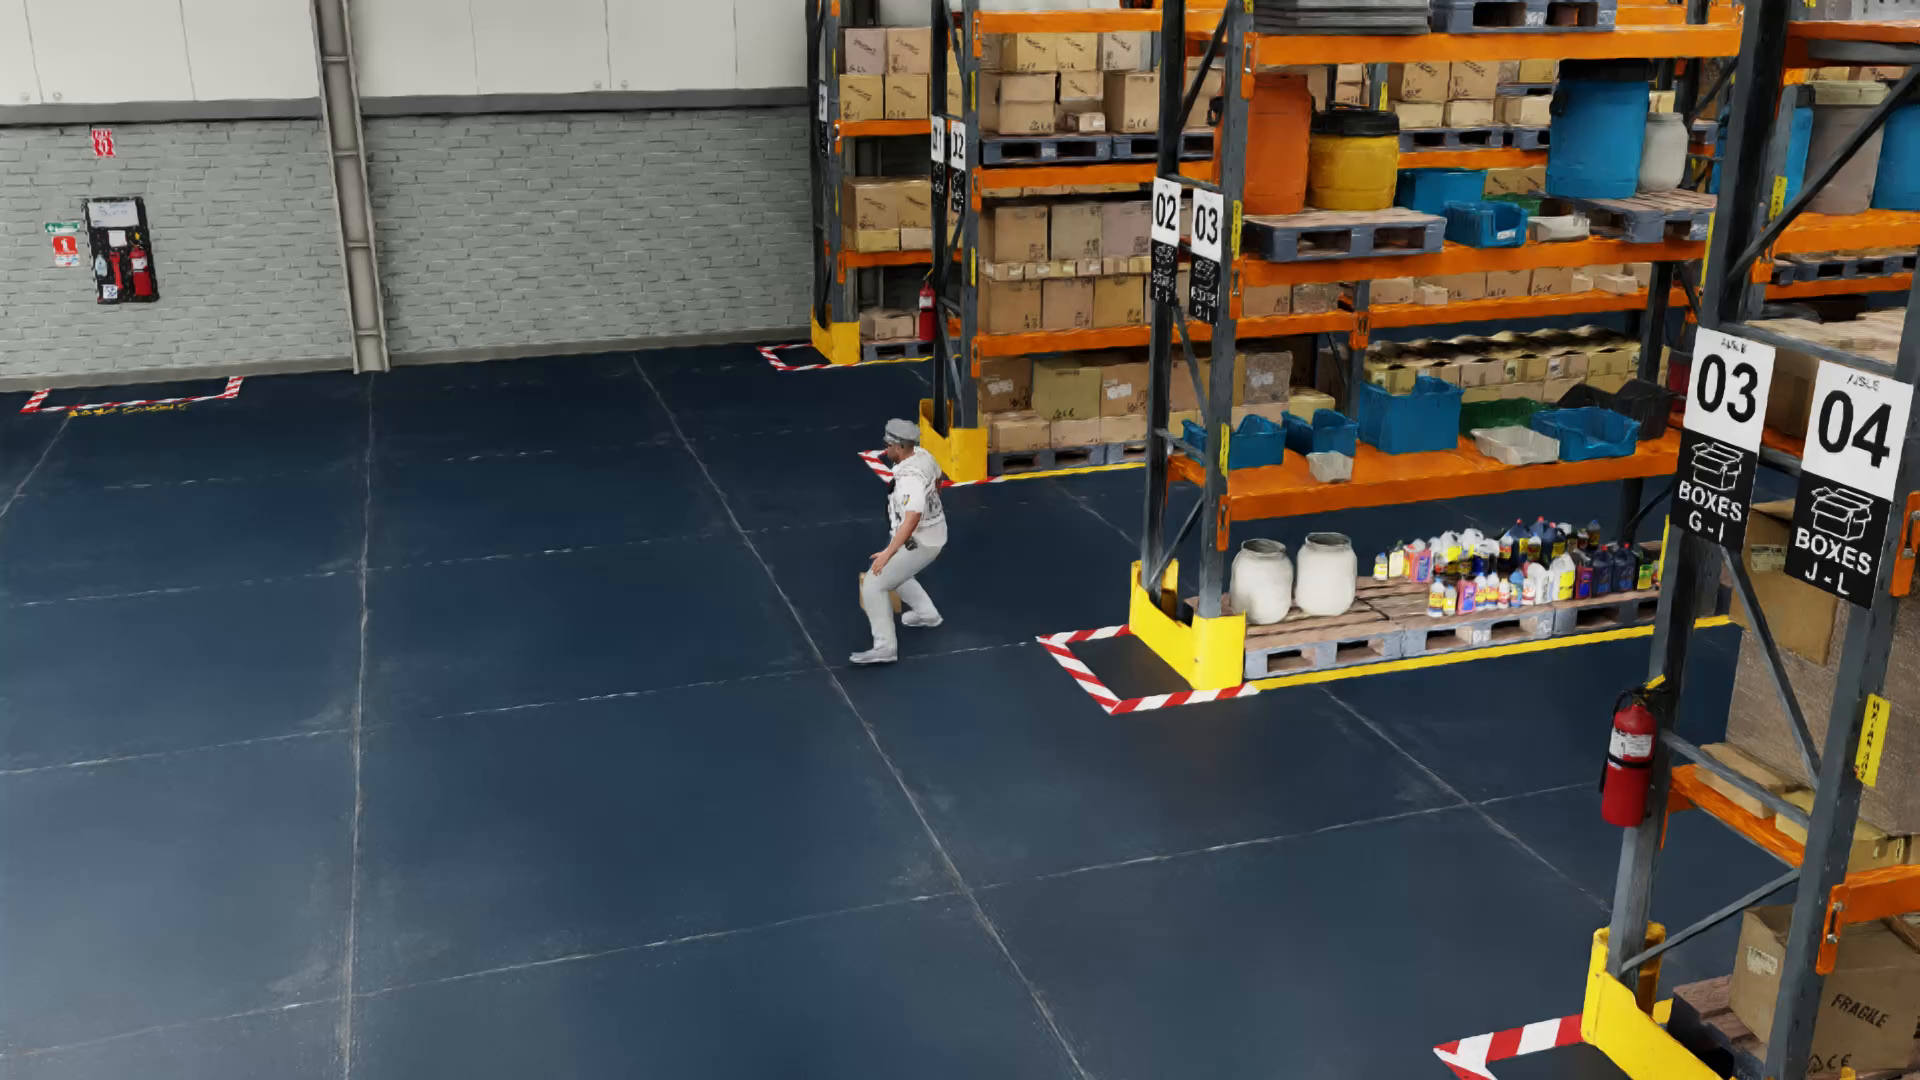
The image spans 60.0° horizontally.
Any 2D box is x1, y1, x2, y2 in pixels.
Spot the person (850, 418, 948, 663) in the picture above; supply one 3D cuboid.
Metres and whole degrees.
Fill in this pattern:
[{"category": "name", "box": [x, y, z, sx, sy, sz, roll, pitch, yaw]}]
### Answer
[{"category": "person", "box": [-0.386, -0.030, 11.352, 0.557, 1.613, 0.890, 5, 20, 13]}]
